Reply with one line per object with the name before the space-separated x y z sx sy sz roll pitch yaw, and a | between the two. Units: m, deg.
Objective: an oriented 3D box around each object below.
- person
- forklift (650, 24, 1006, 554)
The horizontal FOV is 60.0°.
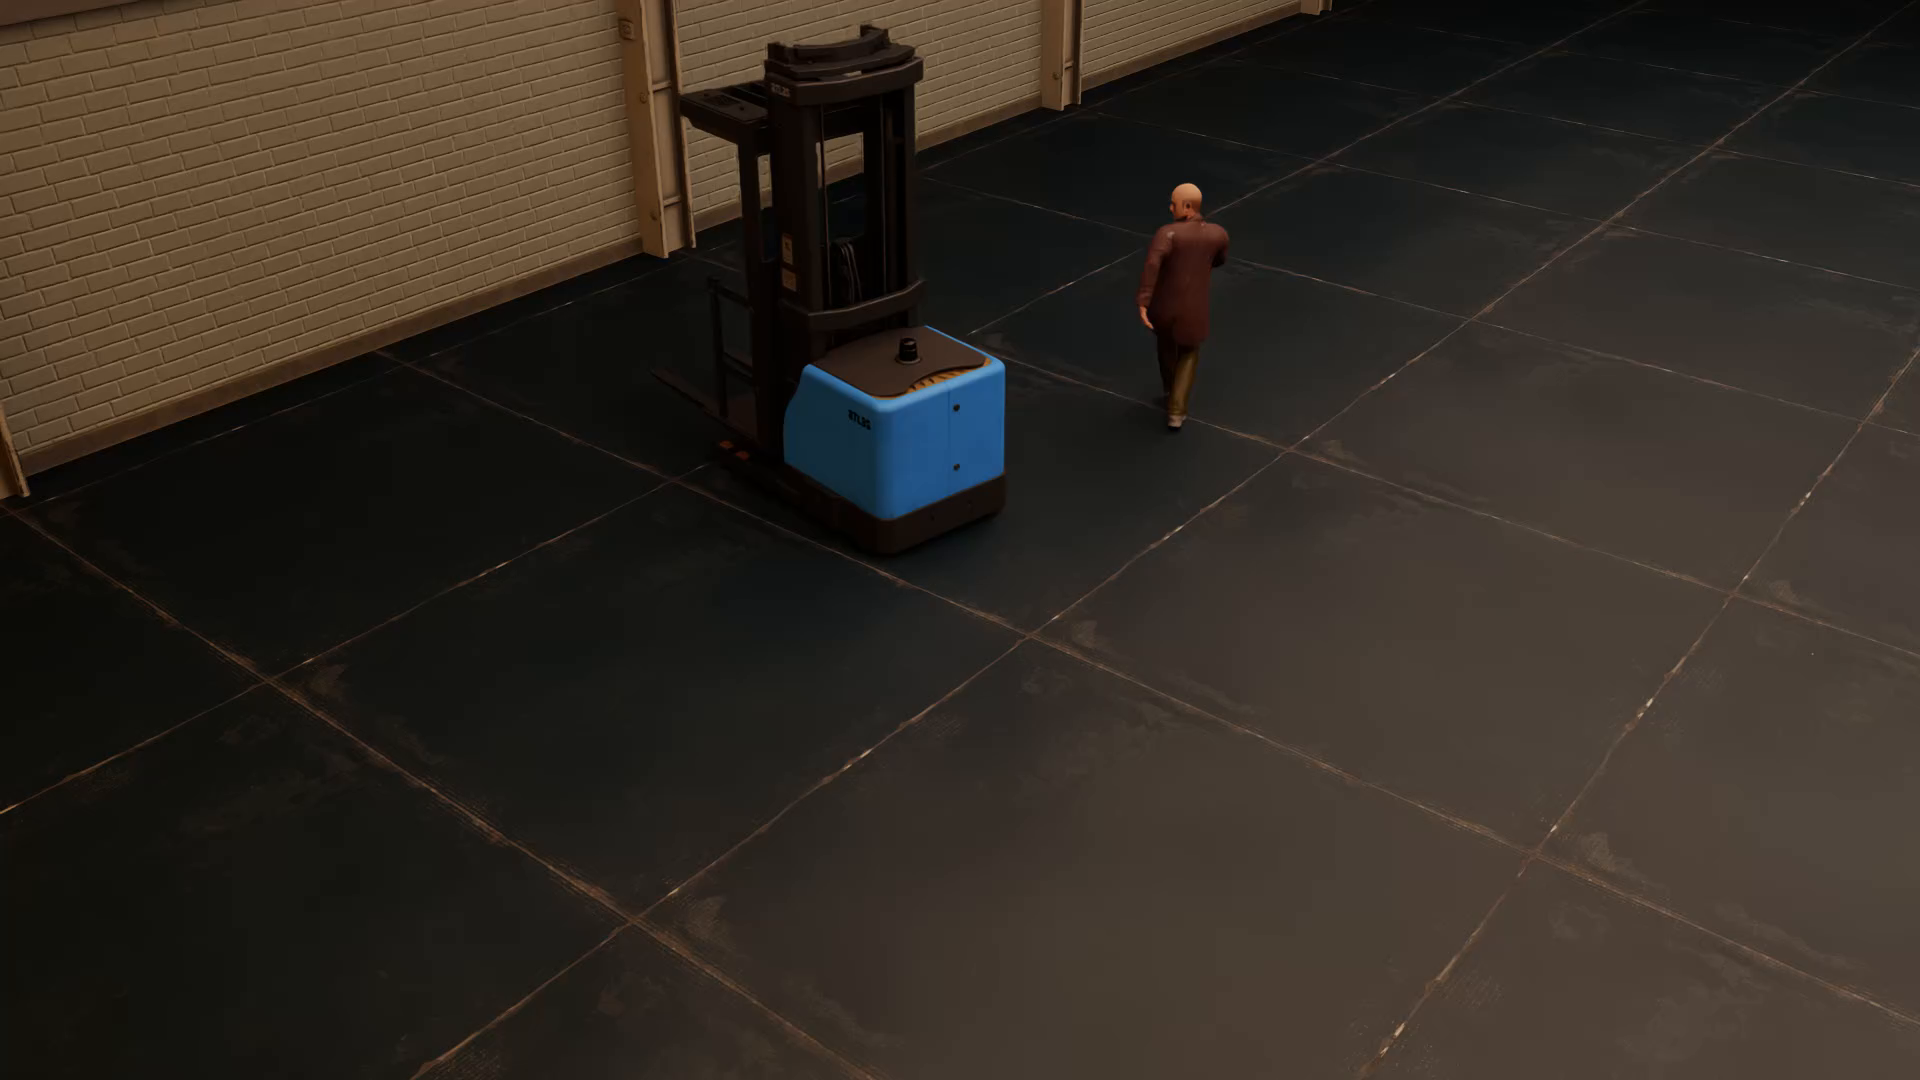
person | 1.541 -1.654 11.693 0.628 1.761 0.963 4 31 6
forklift | -1.041 -1.847 10.757 1.130 2.935 3.031 -23 38 -34
